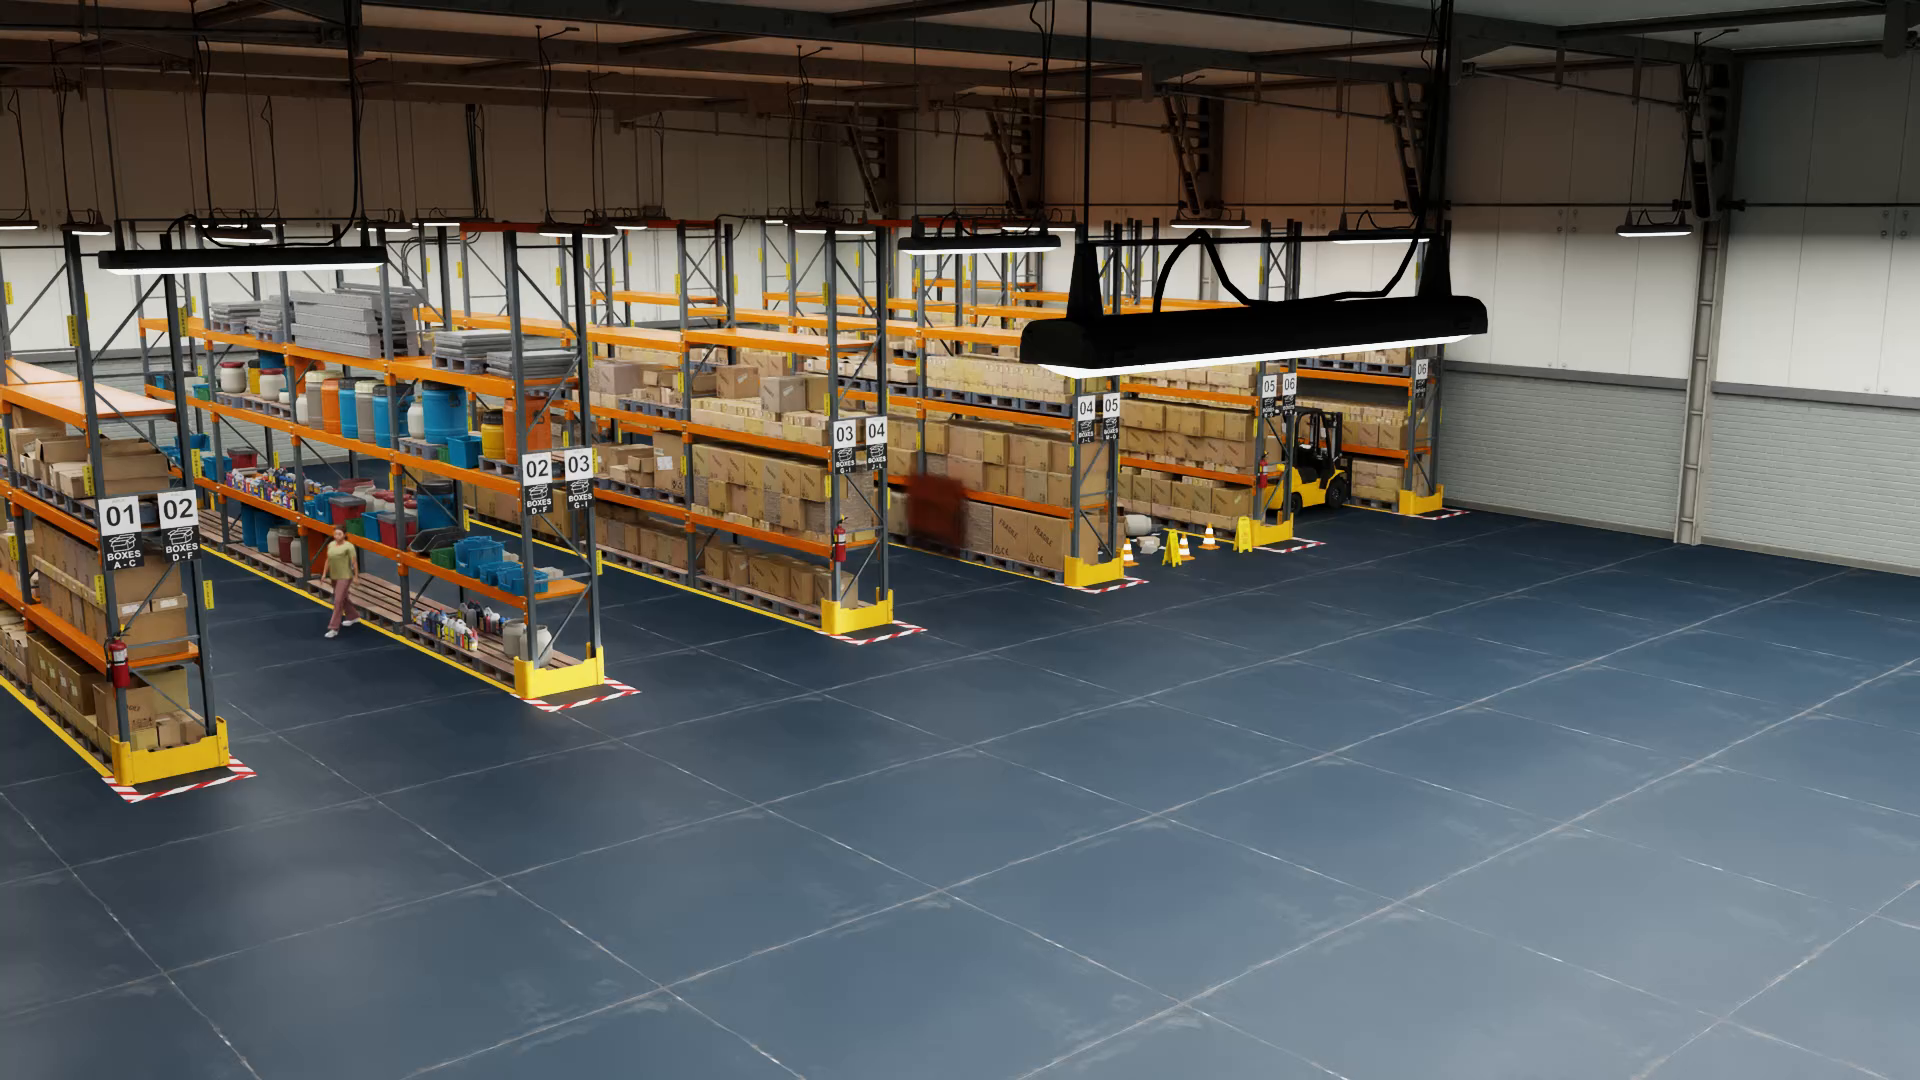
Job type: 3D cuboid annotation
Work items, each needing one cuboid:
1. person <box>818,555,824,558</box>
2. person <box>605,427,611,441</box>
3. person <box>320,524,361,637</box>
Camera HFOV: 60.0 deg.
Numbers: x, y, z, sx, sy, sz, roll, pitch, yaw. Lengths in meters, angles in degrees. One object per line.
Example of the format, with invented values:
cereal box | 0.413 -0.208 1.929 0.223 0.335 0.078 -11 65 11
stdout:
person | -2.478 -0.443 29.452 0.648 1.597 0.721 -7 14 -32
person | -8.878 -3.053 42.620 0.533 1.704 0.771 3 12 16
person | -9.285 0.569 24.823 0.504 1.633 0.908 4 12 20
